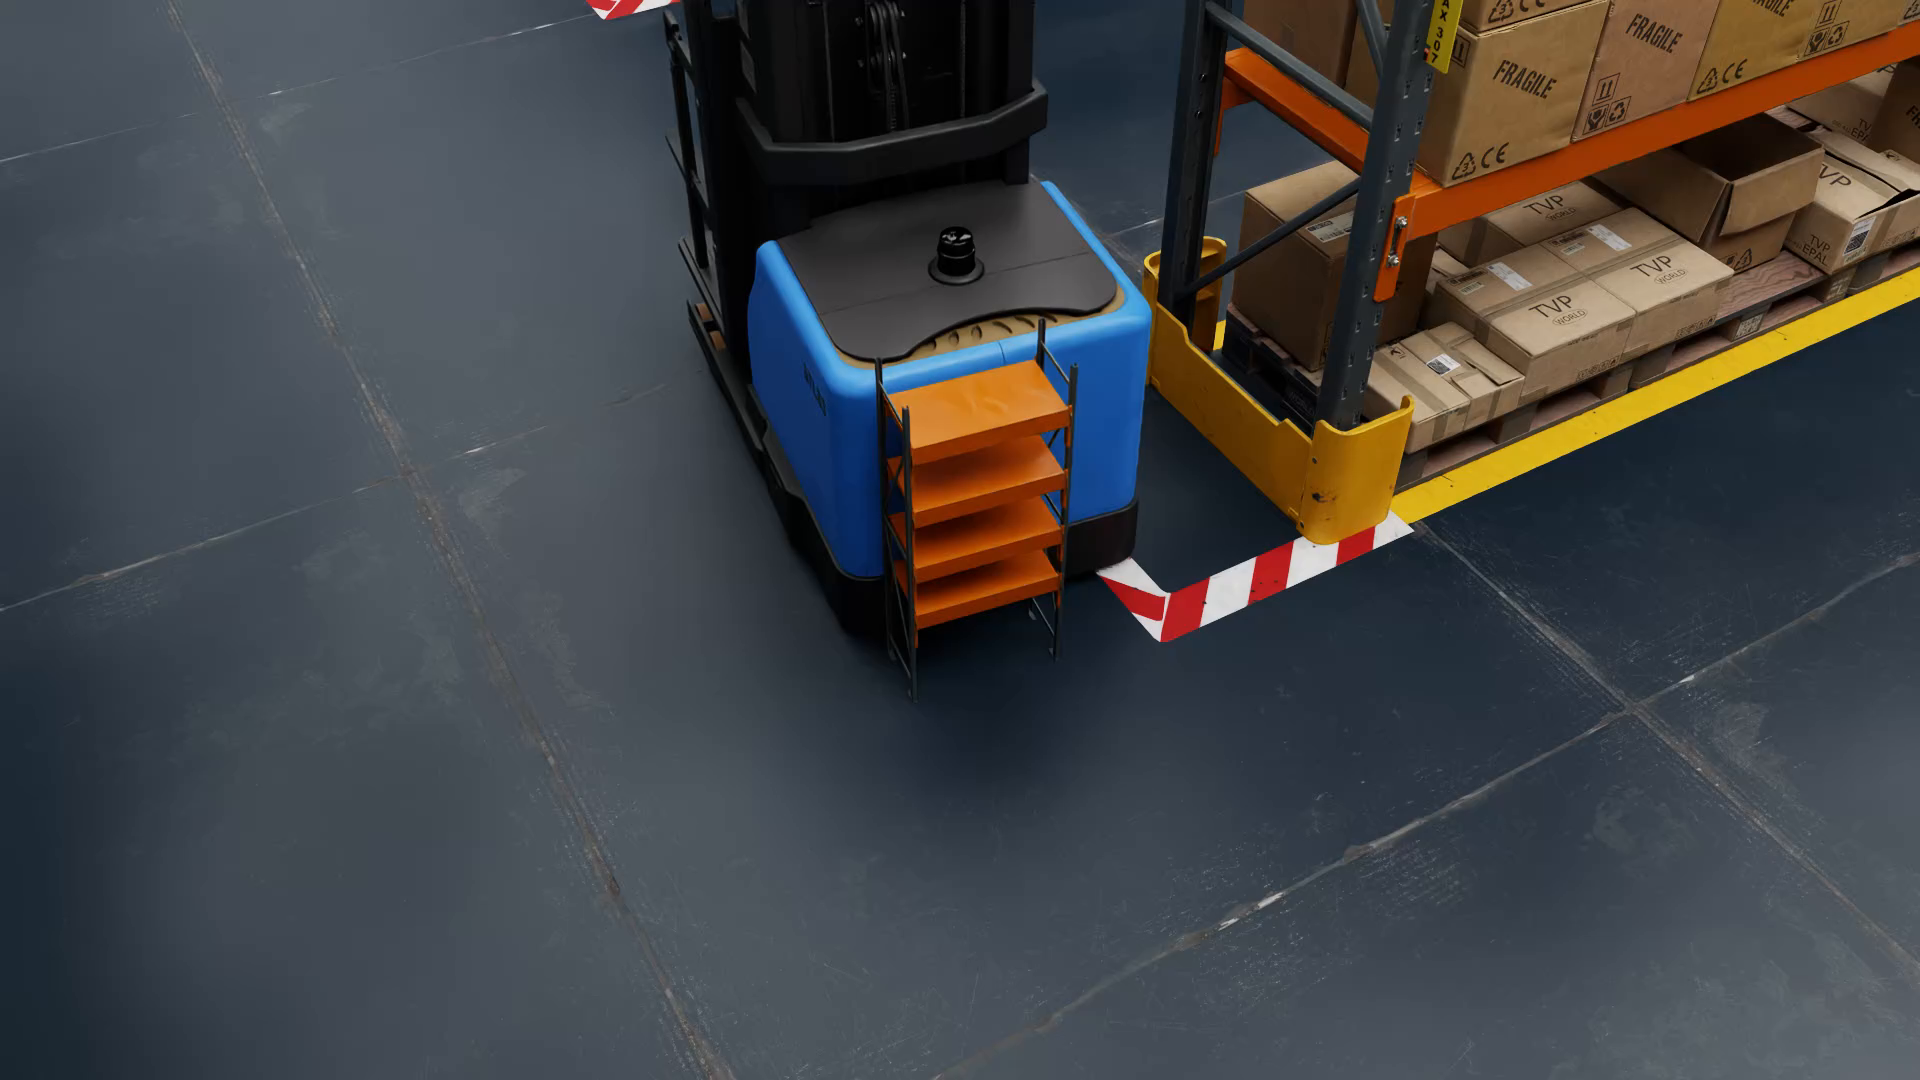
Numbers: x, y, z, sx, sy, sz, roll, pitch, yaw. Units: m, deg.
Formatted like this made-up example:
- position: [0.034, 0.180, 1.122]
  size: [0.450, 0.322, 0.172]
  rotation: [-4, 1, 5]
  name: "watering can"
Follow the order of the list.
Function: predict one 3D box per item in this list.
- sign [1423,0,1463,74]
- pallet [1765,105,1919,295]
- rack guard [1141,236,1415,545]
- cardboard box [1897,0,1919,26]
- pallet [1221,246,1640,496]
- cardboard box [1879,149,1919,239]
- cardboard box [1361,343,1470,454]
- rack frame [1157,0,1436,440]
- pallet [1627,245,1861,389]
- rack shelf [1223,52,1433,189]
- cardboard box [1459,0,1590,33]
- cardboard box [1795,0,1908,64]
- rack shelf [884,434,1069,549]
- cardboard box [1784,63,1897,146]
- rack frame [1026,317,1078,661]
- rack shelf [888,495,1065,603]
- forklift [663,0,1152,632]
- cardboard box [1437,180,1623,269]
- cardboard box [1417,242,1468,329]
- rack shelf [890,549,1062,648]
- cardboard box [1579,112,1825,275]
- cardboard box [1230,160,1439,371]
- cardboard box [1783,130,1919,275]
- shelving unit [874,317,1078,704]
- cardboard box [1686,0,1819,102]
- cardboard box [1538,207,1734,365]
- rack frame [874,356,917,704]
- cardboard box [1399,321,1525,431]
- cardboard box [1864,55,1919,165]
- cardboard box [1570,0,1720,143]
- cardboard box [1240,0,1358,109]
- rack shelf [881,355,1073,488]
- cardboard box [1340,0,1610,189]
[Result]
- position: [1.294, -1.411, 4.428]
  size: [0.005, 0.325, 0.100]
  rotation: [-22, 48, -21]
  name: "sign"
- position: [3.896, -1.577, 7.223]
  size: [1.213, 0.211, 1.003]
  rotation: [-22, 48, -21]
  name: "pallet"
- position: [1.089, -0.557, 5.965]
  size: [0.348, 0.500, 1.175]
  rotation: [-22, 48, -21]
  name: "rack guard"
- position: [3.296, -2.164, 5.754]
  size: [0.500, 0.500, 0.500]
  rotation: [-21, 48, -20]
  name: "cardboard box"
- position: [1.780, -0.730, 6.351]
  size: [1.213, 0.211, 1.003]
  rotation: [-22, 48, -21]
  name: "pallet"
- position: [3.844, -1.415, 6.785]
  size: [0.250, 0.149, 0.380]
  rotation: [-22, 48, -21]
  name: "cardboard box"
- position: [1.558, -0.500, 5.843]
  size: [0.250, 0.149, 0.380]
  rotation: [-22, 48, -21]
  name: "cardboard box"
- position: [1.024, -1.428, 5.067]
  size: [0.127, 3.000, 1.000]
  rotation: [-22, 48, -21]
  name: "rack frame"
- position: [2.837, -1.151, 6.784]
  size: [1.213, 0.211, 1.003]
  rotation: [-22, 48, -21]
  name: "pallet"
- position: [2.758, -1.933, 5.965]
  size: [3.809, 0.124, 0.919]
  rotation: [-22, 48, -21]
  name: "rack shelf"
- position: [1.540, -1.817, 4.679]
  size: [0.500, 0.500, 0.500]
  rotation: [-20, 48, -20]
  name: "cardboard box"
- position: [2.855, -1.985, 5.570]
  size: [0.500, 0.500, 0.500]
  rotation: [-21, 48, -20]
  name: "cardboard box"
- position: [0.043, -0.168, 4.836]
  size: [0.480, 0.148, 0.258]
  rotation: [-15, 46, -15]
  name: "rack shelf"
- position: [4.020, -1.993, 7.265]
  size: [0.500, 0.311, 0.500]
  rotation: [-22, 48, -21]
  name: "cardboard box"
- position: [0.270, -0.118, 5.010]
  size: [0.015, 1.200, 0.240]
  rotation: [-15, 46, -15]
  name: "rack frame"
- position: [0.043, -0.008, 4.993]
  size: [0.480, 0.148, 0.258]
  rotation: [-15, 46, -15]
  name: "rack shelf"
- position: [-0.419, -1.795, 5.495]
  size: [1.130, 2.935, 3.031]
  rotation: [-15, 46, -15]
  name: "forklift"
- position: [2.211, -1.248, 6.540]
  size: [0.500, 0.250, 0.500]
  rotation: [-22, 48, -21]
  name: "cardboard box"
- position: [1.768, -0.992, 6.337]
  size: [0.250, 0.166, 0.380]
  rotation: [-22, 48, -21]
  name: "cardboard box"
- position: [0.043, 0.134, 5.131]
  size: [0.480, 0.148, 0.258]
  rotation: [-15, 46, -15]
  name: "rack shelf"
- position: [2.865, -1.422, 6.539]
  size: [0.637, 0.503, 0.797]
  rotation: [-22, 48, -21]
  name: "cardboard box"
- position: [1.372, -1.026, 6.132]
  size: [0.500, 0.500, 0.500]
  rotation: [-22, 48, -21]
  name: "cardboard box"
- position: [3.489, -1.379, 6.632]
  size: [0.500, 0.311, 0.500]
  rotation: [-22, 48, -21]
  name: "cardboard box"
- position: [0.043, -0.056, 4.946]
  size: [0.503, 1.200, 0.258]
  rotation: [-15, 46, -15]
  name: "shelving unit"
- position: [2.421, -1.813, 5.392]
  size: [0.500, 0.500, 0.500]
  rotation: [-22, 48, -21]
  name: "cardboard box"
- position: [2.503, -0.963, 6.247]
  size: [0.500, 0.250, 0.500]
  rotation: [-22, 48, -21]
  name: "cardboard box"
- position: [-0.184, 0.006, 4.881]
  size: [0.015, 1.200, 0.240]
  rotation: [-15, 46, -15]
  name: "rack frame"
- position: [1.775, -0.593, 5.926]
  size: [0.250, 0.166, 0.380]
  rotation: [-22, 48, -21]
  name: "cardboard box"
- position: [4.139, -1.707, 6.834]
  size: [0.500, 0.500, 0.500]
  rotation: [-22, 48, -21]
  name: "cardboard box"
- position: [1.984, -1.640, 5.215]
  size: [0.500, 0.500, 0.500]
  rotation: [-22, 48, -21]
  name: "cardboard box"
- position: [1.276, -1.783, 5.362]
  size: [0.500, 0.500, 0.500]
  rotation: [-20, 48, -20]
  name: "cardboard box"
- position: [0.044, -0.337, 4.671]
  size: [0.480, 0.148, 0.258]
  rotation: [-15, 46, -15]
  name: "rack shelf"
- position: [1.540, -1.458, 5.027]
  size: [0.500, 0.500, 0.500]
  rotation: [-21, 48, -20]
  name: "cardboard box"
